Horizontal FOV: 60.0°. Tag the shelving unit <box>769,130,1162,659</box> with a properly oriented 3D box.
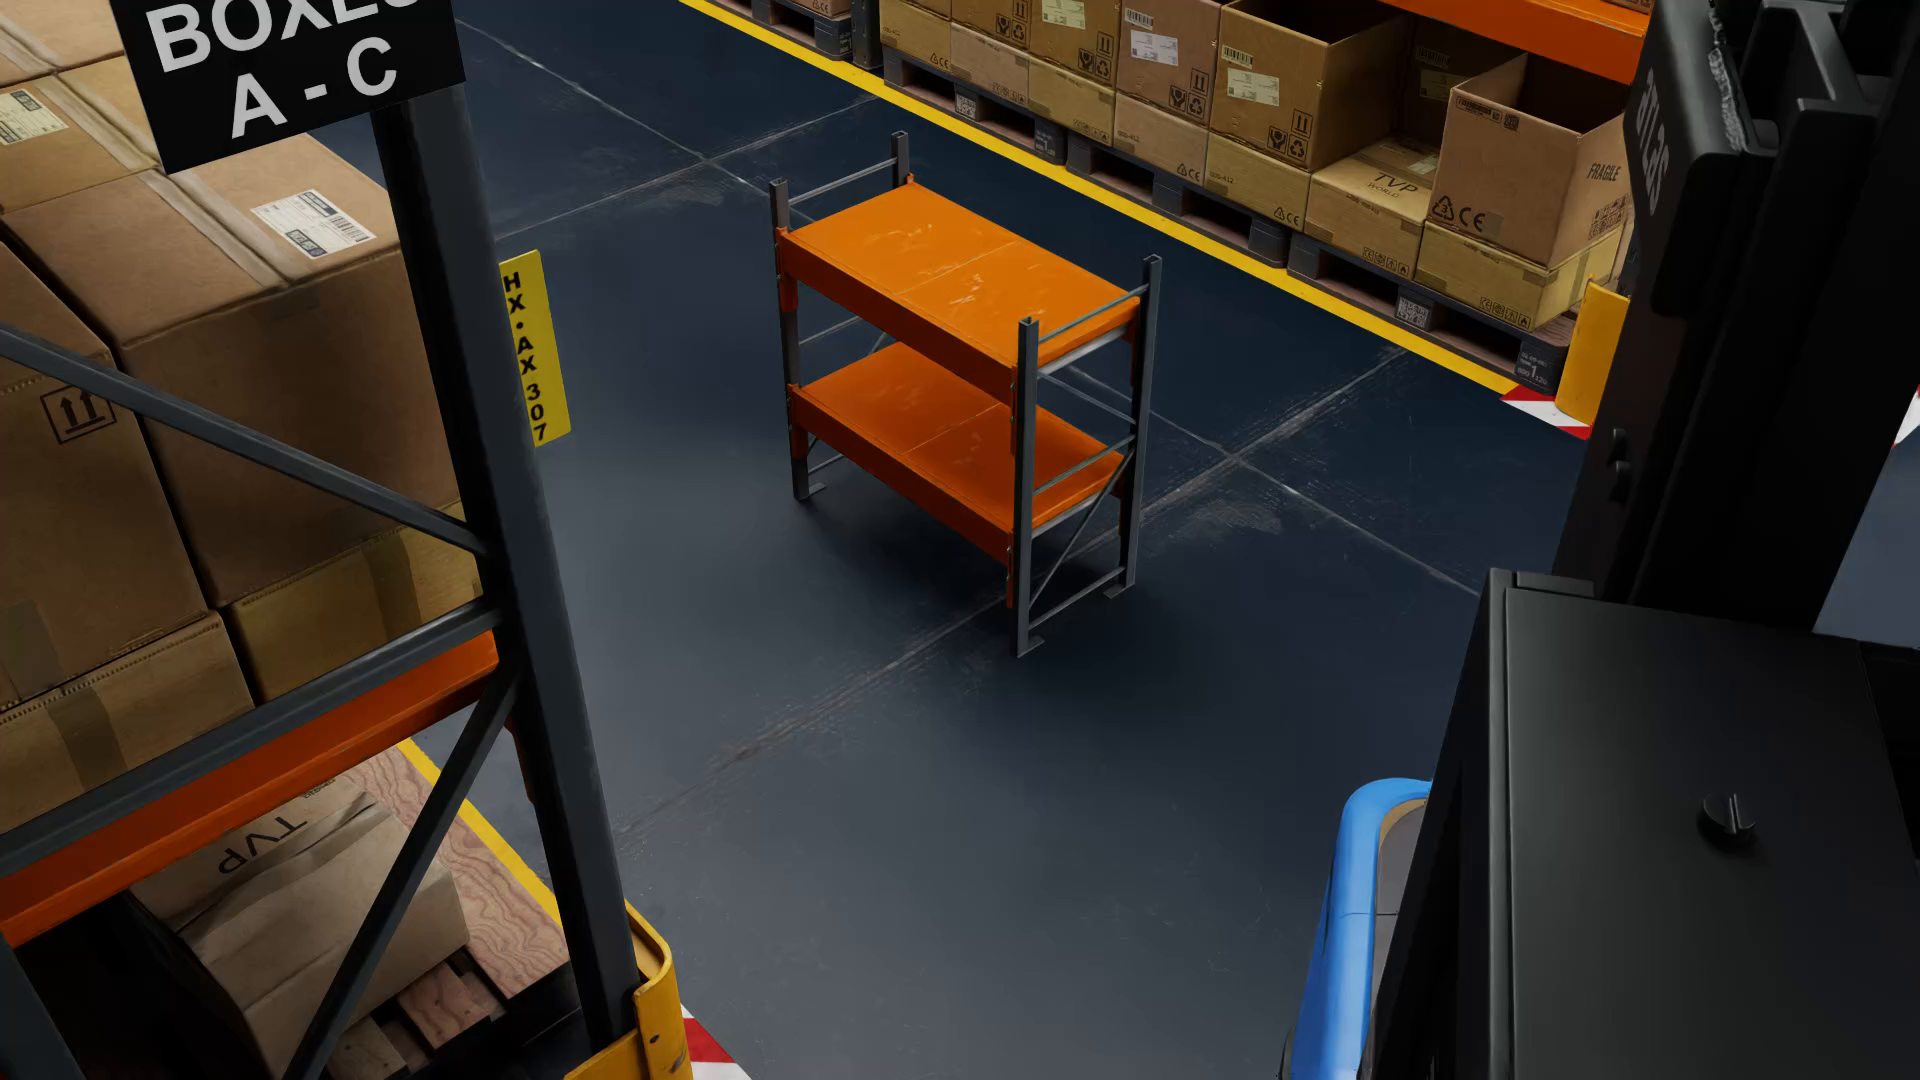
[{"bbox_3d":[-0.005,-0.441,4.900,0.538,1.125,1.048,-30,48,-32],"label":"shelving unit"}]

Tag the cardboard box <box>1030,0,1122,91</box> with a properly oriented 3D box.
[{"bbox_3d":[0.644,-2.245,6.900,0.500,0.500,0.500,-30,48,-32],"label":"cardboard box"}]

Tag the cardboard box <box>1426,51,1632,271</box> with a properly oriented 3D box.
[{"bbox_3d":[2.008,-1.326,5.762,0.500,0.500,0.500,-30,48,-32],"label":"cardboard box"}]

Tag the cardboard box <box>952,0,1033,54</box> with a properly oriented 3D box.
[{"bbox_3d":[0.312,-2.480,7.190,0.500,0.500,0.500,-30,48,-32],"label":"cardboard box"}]

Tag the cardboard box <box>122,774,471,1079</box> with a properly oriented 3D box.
[{"bbox_3d":[-1.458,0.804,3.657,0.500,0.311,0.500,29,47,31],"label":"cardboard box"}]

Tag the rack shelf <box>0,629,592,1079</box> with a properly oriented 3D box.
[{"bbox_3d":[-2.409,-0.358,3.878,1.077,0.370,4.000,-30,48,-32],"label":"rack shelf"}]

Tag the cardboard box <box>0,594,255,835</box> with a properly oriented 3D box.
[{"bbox_3d":[-1.515,0.205,2.713,0.500,0.250,0.500,-29,47,-31],"label":"cardboard box"}]

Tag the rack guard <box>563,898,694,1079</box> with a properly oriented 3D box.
[{"bbox_3d":[-1.107,1.225,3.335,1.175,0.500,0.348,-30,48,-32],"label":"rack guard"}]

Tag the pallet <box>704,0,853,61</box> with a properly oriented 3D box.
[{"bbox_3d":[-0.642,-2.910,8.685,1.003,0.211,1.213,-30,48,-32],"label":"pallet"}]

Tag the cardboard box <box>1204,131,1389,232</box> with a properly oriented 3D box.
[{"bbox_3d":[1.324,-1.492,6.564,0.500,0.250,0.500,-30,48,-32],"label":"cardboard box"}]

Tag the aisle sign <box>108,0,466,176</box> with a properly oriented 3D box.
[{"bbox_3d":[-0.786,-0.818,1.806,0.394,0.787,0.004,-30,48,-32],"label":"aisle sign"}]

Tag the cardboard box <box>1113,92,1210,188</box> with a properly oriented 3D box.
[{"bbox_3d":[0.987,-1.724,6.852,0.500,0.250,0.500,-30,48,-32],"label":"cardboard box"}]

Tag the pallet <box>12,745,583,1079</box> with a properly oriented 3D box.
[{"bbox_3d":[-1.631,0.947,3.910,1.003,0.211,1.213,-30,48,-32],"label":"pallet"}]

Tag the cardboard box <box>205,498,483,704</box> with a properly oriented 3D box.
[{"bbox_3d":[-1.152,-0.022,2.994,0.500,0.250,0.500,-31,48,-33],"label":"cardboard box"}]

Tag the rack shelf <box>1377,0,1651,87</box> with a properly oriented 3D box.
[{"bbox_3d":[1.238,-2.465,6.487,1.077,0.370,4.000,-30,48,-32],"label":"rack shelf"}]

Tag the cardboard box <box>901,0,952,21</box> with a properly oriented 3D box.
[{"bbox_3d":[-0.032,-2.708,7.473,0.500,0.500,0.500,-30,48,-32],"label":"cardboard box"}]

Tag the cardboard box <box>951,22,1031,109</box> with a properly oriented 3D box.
[{"bbox_3d":[0.310,-2.187,7.424,0.500,0.250,0.500,-30,48,-32],"label":"cardboard box"}]

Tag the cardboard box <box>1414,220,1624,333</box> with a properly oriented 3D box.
[{"bbox_3d":[2.010,-1.035,5.999,0.500,0.250,0.500,-30,48,-32],"label":"cardboard box"}]

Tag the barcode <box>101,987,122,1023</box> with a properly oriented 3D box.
[{"bbox_3d":[-1.765,0.962,3.454,0.001,0.075,0.075,-30,48,-32],"label":"barcode"}]

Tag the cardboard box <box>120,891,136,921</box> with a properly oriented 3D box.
[{"bbox_3d":[-1.843,0.540,3.983,0.500,0.311,0.500,-26,46,-28],"label":"cardboard box"}]

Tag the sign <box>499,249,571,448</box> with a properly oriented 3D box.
[{"bbox_3d":[-0.656,-0.280,2.520,0.100,0.325,0.005,-30,48,-32],"label":"sign"}]

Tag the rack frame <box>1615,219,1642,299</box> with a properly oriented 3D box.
[{"bbox_3d":[2.590,-1.819,5.115,1.000,3.000,0.127,-30,48,-32],"label":"rack frame"}]

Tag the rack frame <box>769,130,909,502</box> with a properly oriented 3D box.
[{"bbox_3d":[-0.348,-0.676,5.192,0.500,1.125,0.032,-30,48,-32],"label":"rack frame"}]

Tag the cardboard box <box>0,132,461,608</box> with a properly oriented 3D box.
[{"bbox_3d":[-1.157,-0.302,2.743,0.500,0.500,0.500,-30,48,-32],"label":"cardboard box"}]

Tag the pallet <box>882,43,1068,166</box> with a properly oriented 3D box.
[{"bbox_3d":[0.392,-2.200,7.805,1.003,0.211,1.213,-30,48,-32],"label":"pallet"}]

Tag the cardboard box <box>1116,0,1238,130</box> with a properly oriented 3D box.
[{"bbox_3d":[0.984,-2.015,6.614,0.500,0.500,0.500,-30,48,-32],"label":"cardboard box"}]

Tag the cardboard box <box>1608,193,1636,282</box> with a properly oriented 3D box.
[{"bbox_3d":[2.392,-1.255,6.271,0.500,0.250,0.500,-30,48,-32],"label":"cardboard box"}]

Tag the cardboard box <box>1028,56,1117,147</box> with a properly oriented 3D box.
[{"bbox_3d":[0.644,-1.953,7.135,0.500,0.250,0.500,-30,48,-32],"label":"cardboard box"}]

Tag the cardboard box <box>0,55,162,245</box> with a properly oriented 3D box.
[{"bbox_3d":[-1.484,-0.535,3.032,0.500,0.500,0.500,-30,48,-32],"label":"cardboard box"}]

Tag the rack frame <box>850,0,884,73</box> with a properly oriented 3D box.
[{"bbox_3d":[-0.115,-3.670,7.407,1.000,3.000,0.127,-30,48,-32],"label":"rack frame"}]

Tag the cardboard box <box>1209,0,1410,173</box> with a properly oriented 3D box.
[{"bbox_3d":[1.321,-1.783,6.327,0.500,0.500,0.500,-30,48,-32],"label":"cardboard box"}]

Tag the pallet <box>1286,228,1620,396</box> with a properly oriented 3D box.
[{"bbox_3d":[2.042,-1.070,6.407,1.003,0.211,1.213,-30,48,-32],"label":"pallet"}]

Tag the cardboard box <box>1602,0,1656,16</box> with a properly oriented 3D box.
[{"bbox_3d":[2.284,-2.079,5.358,0.700,0.500,0.500,-30,48,-32],"label":"cardboard box"}]

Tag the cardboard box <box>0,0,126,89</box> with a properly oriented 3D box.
[{"bbox_3d":[-1.829,-0.777,3.331,0.500,0.500,0.500,-32,49,-33],"label":"cardboard box"}]

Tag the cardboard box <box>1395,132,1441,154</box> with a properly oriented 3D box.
[{"bbox_3d":[2.051,-1.485,6.556,0.500,0.250,0.500,-30,48,-32],"label":"cardboard box"}]

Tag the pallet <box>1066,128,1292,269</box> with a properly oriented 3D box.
[{"bbox_3d":[1.221,-1.635,7.106,1.003,0.211,1.213,-30,48,-32],"label":"pallet"}]

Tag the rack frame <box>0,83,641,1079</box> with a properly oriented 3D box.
[{"bbox_3d":[-1.056,0.288,2.506,1.000,3.000,0.127,-30,48,-32],"label":"rack frame"}]

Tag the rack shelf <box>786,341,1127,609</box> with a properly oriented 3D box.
[{"bbox_3d":[-0.005,-0.251,5.054,0.538,0.278,1.000,-30,48,-32],"label":"rack shelf"}]

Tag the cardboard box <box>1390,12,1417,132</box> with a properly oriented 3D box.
[{"bbox_3d":[1.704,-2.004,6.601,0.500,0.500,0.500,-30,48,-32],"label":"cardboard box"}]

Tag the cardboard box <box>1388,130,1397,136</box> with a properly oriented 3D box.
[{"bbox_3d":[1.713,-1.717,6.842,0.500,0.250,0.500,-30,48,-32],"label":"cardboard box"}]

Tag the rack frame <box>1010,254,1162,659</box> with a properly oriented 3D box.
[{"bbox_3d":[0.339,-0.205,4.609,0.500,1.125,0.032,-30,48,-32],"label":"rack frame"}]

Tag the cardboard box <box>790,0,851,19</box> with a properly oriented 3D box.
[{"bbox_3d":[-0.609,-2.833,8.224,0.500,0.250,0.500,-30,48,-32],"label":"cardboard box"}]

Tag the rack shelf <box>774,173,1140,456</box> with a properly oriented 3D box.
[{"bbox_3d":[-0.005,-0.668,4.717,0.538,0.278,1.000,-30,48,-32],"label":"rack shelf"}]

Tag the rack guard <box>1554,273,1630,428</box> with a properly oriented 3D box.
[{"bbox_3d":[2.607,-0.835,5.886,1.175,0.500,0.348,-30,48,-32],"label":"rack guard"}]

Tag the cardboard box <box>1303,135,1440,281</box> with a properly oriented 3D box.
[{"bbox_3d":[1.663,-1.262,6.279,0.500,0.250,0.500,-30,48,-32],"label":"cardboard box"}]

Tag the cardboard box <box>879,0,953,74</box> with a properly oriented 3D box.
[{"bbox_3d":[-0.025,-2.420,7.714,0.500,0.250,0.500,-30,48,-32],"label":"cardboard box"}]

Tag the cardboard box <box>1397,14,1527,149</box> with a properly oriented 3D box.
[{"bbox_3d":[2.052,-1.778,6.321,0.500,0.500,0.500,-30,48,-32],"label":"cardboard box"}]

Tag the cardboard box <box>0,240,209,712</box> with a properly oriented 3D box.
[{"bbox_3d":[-1.531,-0.081,2.470,0.500,0.500,0.500,-31,48,-32],"label":"cardboard box"}]
